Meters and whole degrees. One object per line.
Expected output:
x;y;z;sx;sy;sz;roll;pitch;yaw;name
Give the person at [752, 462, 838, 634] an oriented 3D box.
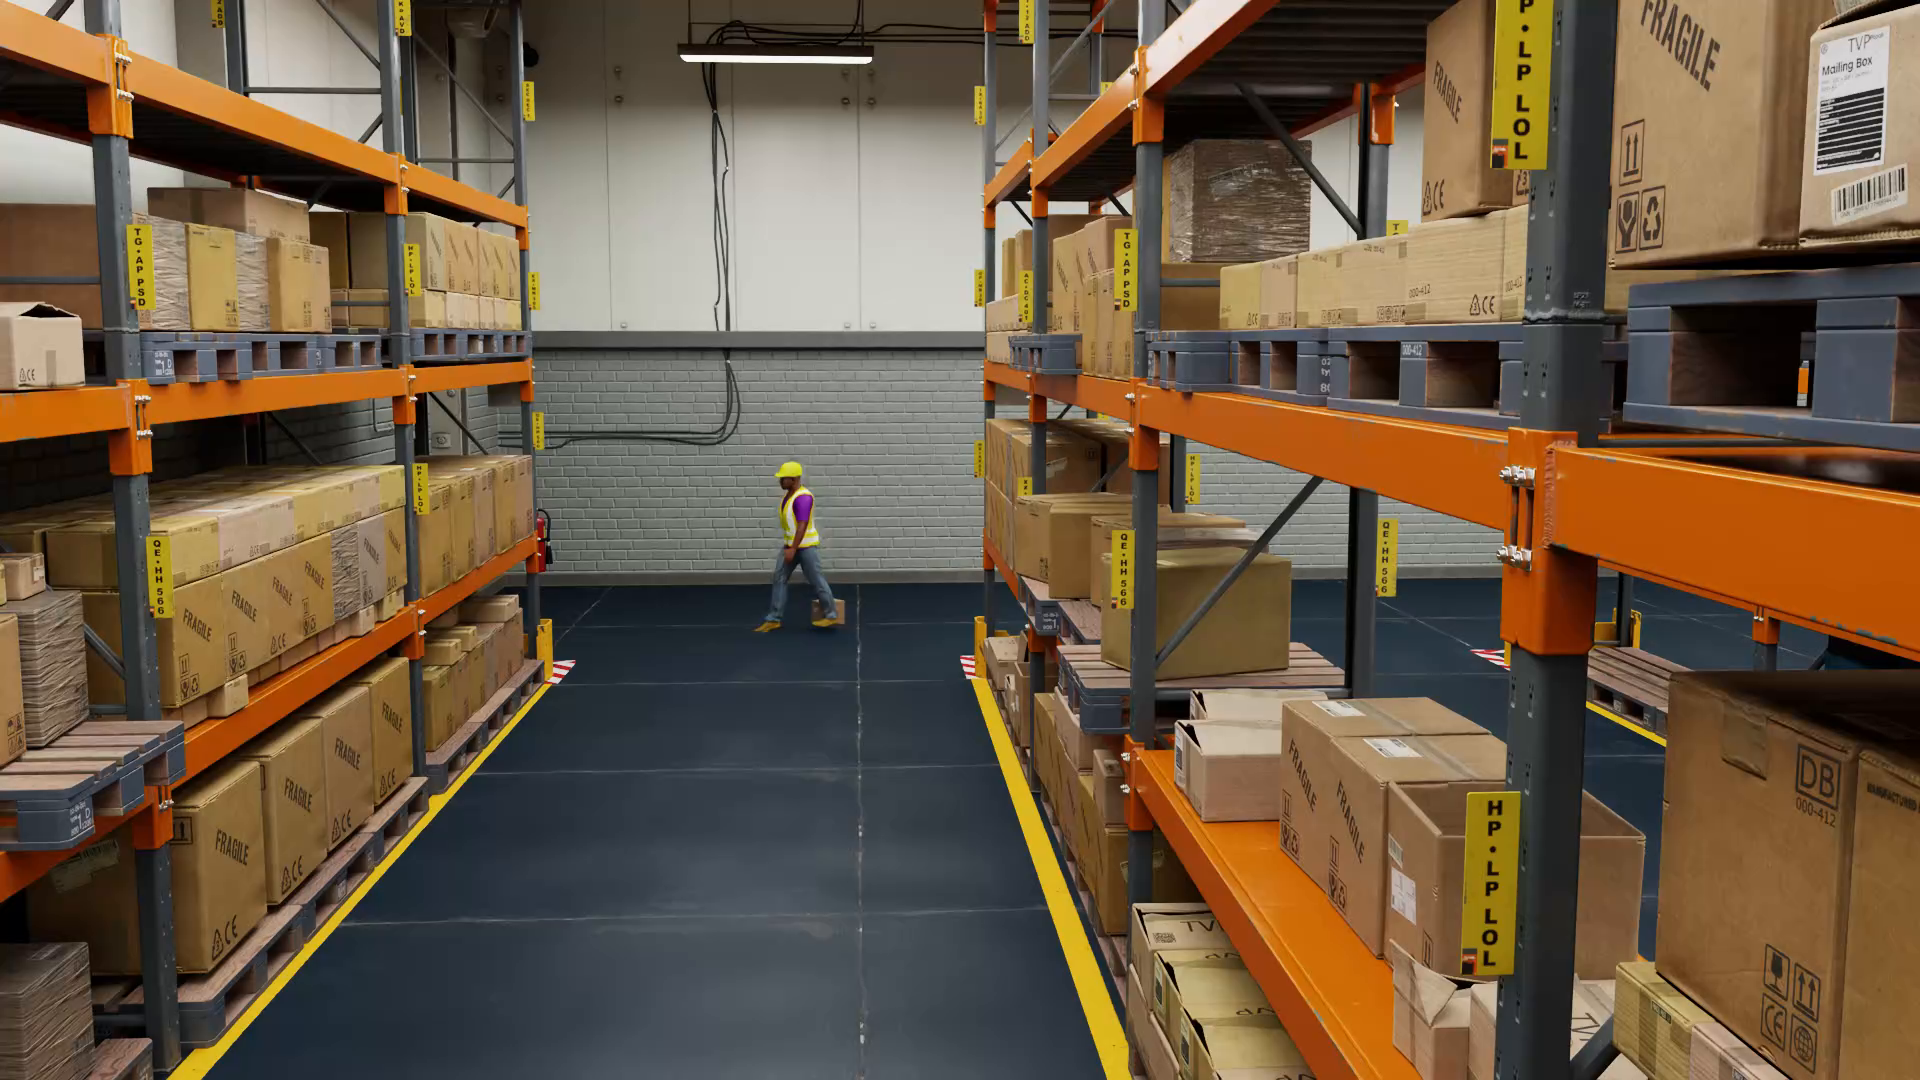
-1.669;0.082;17.030;0.880;1.777;0.600;-4;8;-29;person
